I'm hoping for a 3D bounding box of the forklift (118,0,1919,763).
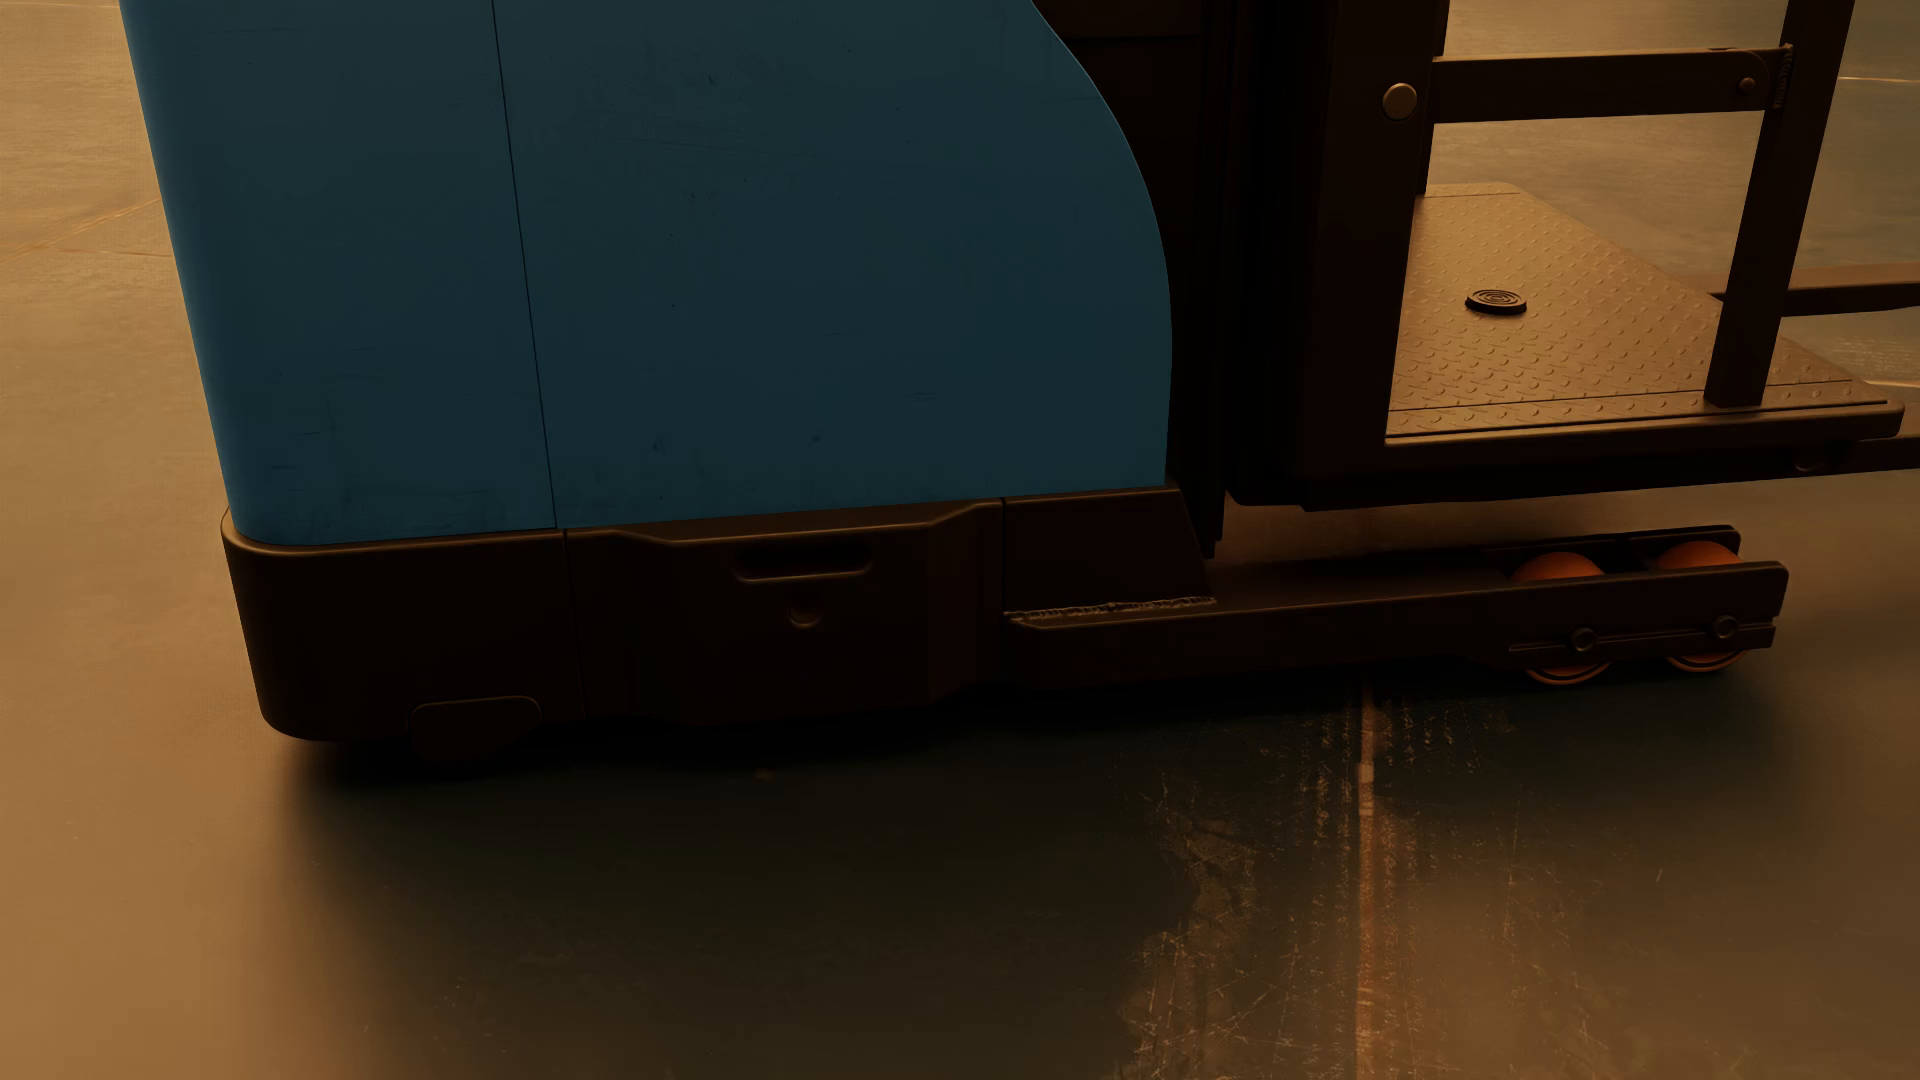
[{"bbox_3d":[0.600,-1.354,1.930,3.031,2.935,1.130,-4,27,-9],"label":"forklift"}]
